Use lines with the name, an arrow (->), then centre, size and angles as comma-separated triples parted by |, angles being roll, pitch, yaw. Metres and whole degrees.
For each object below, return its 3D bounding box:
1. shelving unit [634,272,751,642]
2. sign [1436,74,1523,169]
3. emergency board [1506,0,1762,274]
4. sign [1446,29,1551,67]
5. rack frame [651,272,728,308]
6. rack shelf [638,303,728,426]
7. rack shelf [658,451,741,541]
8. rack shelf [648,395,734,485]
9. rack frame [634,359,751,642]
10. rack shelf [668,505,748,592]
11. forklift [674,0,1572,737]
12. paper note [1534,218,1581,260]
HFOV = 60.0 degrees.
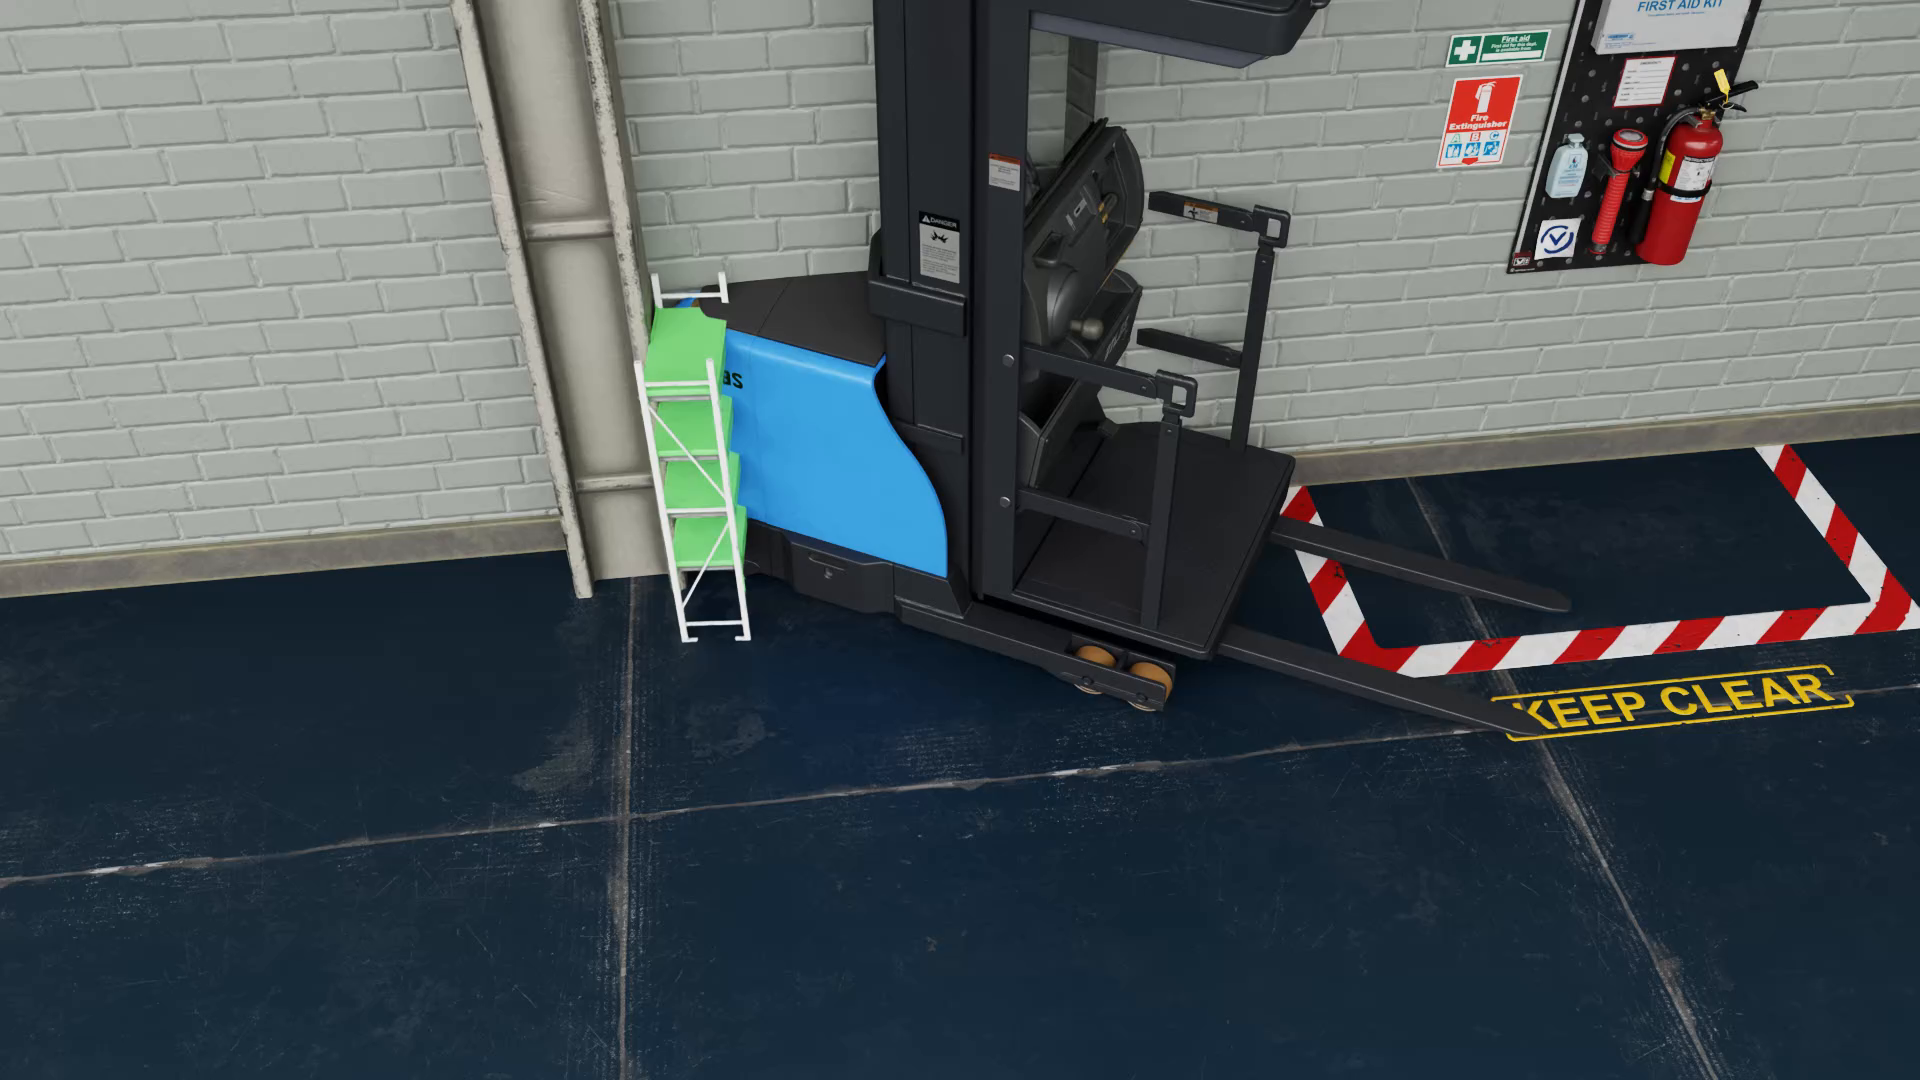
shelving unit -> -0.872, -0.258, 5.641 | 0.258, 1.200, 0.503 | -2, 42, -1
sign -> 1.722, -1.388, 5.522 | 0.234, 0.329, 0.001 | -5, 42, -6
emergency board -> 2.284, -1.354, 5.511 | 0.643, 1.169, 0.194 | -5, 42, -6
sign -> 1.728, -1.579, 5.339 | 0.331, 0.109, 0.001 | -5, 42, -6
rack frame -> -0.880, -0.420, 5.823 | 0.240, 1.200, 0.015 | -2, 42, -1
rack shelf -> -0.877, -0.569, 5.364 | 0.258, 0.148, 0.480 | -2, 42, -1
rack shelf -> -0.871, -0.210, 5.684 | 0.258, 0.148, 0.480 | -2, 42, -1
rack shelf -> -0.874, -0.390, 5.524 | 0.258, 0.148, 0.480 | -2, 42, -1
rack frame -> -0.864, -0.096, 5.459 | 0.240, 1.200, 0.015 | -2, 42, -1
rack shelf -> -0.869, -0.031, 5.843 | 0.258, 0.148, 0.480 | -2, 42, -1
forklift -> 0.573, -0.920, 5.081 | 3.031, 2.935, 1.130 | 16, 45, 17
paper note -> 2.100, -1.057, 5.840 | 0.142, 0.148, 0.016 | -5, 42, -6
